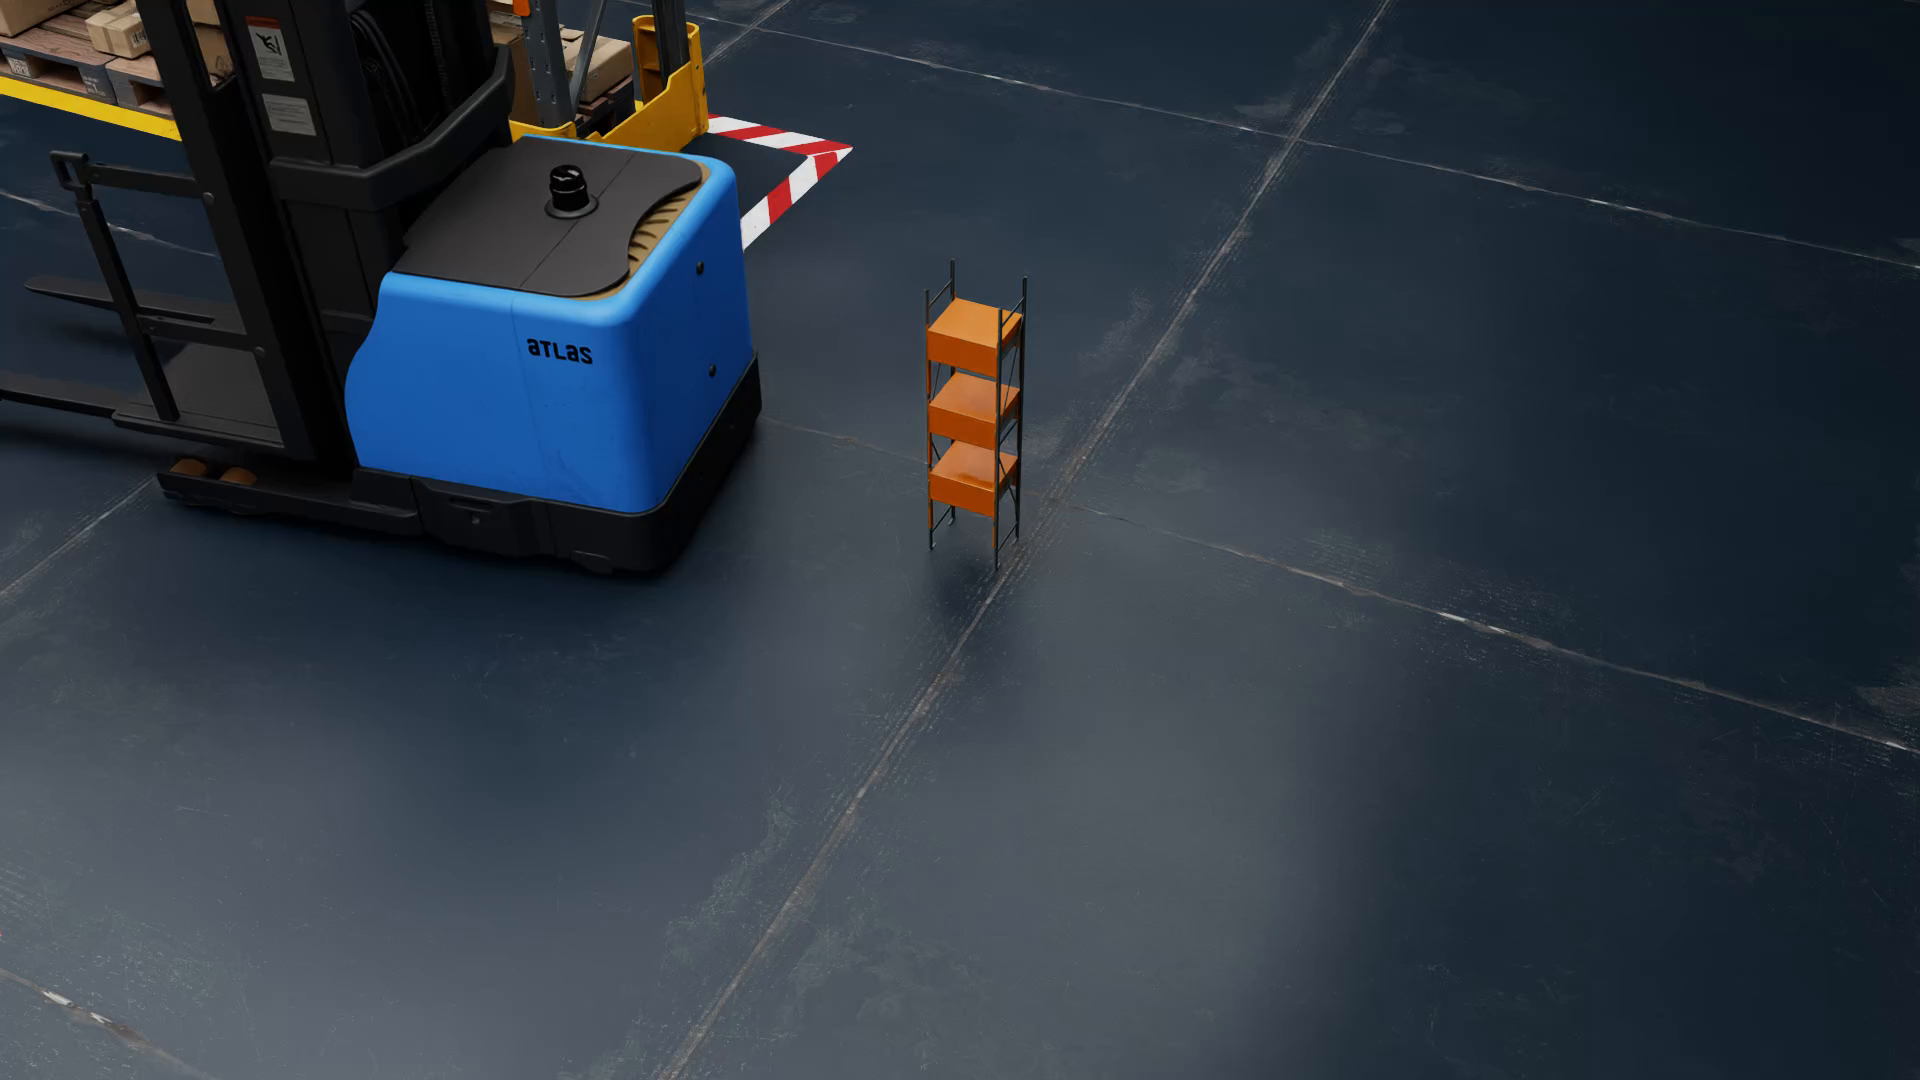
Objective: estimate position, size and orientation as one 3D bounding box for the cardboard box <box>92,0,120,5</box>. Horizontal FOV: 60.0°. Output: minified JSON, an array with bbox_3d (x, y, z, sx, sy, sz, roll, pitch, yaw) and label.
[{"bbox_3d":[-4.515,-3.171,8.691,0.500,0.500,0.500,17,44,19],"label":"cardboard box"}]

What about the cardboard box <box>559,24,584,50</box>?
[{"bbox_3d":[-1.987,-2.316,7.959,0.250,0.166,0.380,17,44,19],"label":"cardboard box"}]

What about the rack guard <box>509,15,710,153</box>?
[{"bbox_3d":[-1.595,-1.907,7.569,0.348,0.500,1.175,17,44,19],"label":"rack guard"}]

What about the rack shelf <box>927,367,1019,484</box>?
[{"bbox_3d":[0.048,-0.374,5.396,0.240,0.259,0.215,17,44,19],"label":"rack shelf"}]

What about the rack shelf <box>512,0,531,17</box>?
[{"bbox_3d":[-3.338,-3.113,7.600,4.000,0.370,1.077,17,44,19],"label":"rack shelf"}]

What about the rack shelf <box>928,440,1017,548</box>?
[{"bbox_3d":[0.048,-0.164,5.578,0.240,0.259,0.215,17,44,19],"label":"rack shelf"}]

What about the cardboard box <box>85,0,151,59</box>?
[{"bbox_3d":[-4.074,-2.556,8.236,0.250,0.166,0.380,17,44,19],"label":"cardboard box"}]

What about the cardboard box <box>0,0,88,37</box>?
[{"bbox_3d":[-4.862,-2.844,8.458,0.500,0.311,0.500,17,44,19],"label":"cardboard box"}]

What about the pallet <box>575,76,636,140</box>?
[{"bbox_3d":[-2.318,-2.018,7.918,1.213,0.211,1.003,17,44,19],"label":"pallet"}]

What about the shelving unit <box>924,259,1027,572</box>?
[{"bbox_3d":[0.048,-0.382,5.389,0.252,1.050,0.215,17,44,19],"label":"shelving unit"}]

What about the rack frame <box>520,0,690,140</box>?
[{"bbox_3d":[-1.526,-2.831,6.726,0.127,3.000,1.000,17,44,19],"label":"rack frame"}]

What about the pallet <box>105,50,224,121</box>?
[{"bbox_3d":[-3.419,-2.357,8.308,1.213,0.211,1.003,17,44,19],"label":"pallet"}]

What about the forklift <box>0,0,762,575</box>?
[{"bbox_3d":[-2.313,-1.519,5.265,3.031,2.935,1.130,10,42,11],"label":"forklift"}]

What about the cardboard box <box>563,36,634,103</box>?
[{"bbox_3d":[-1.760,-2.240,7.885,0.250,0.149,0.380,17,44,19],"label":"cardboard box"}]

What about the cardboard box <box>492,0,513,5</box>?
[{"bbox_3d":[-2.352,-2.415,8.010,0.500,0.250,0.500,17,44,19],"label":"cardboard box"}]

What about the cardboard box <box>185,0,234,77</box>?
[{"bbox_3d":[-3.446,-2.644,8.081,0.637,0.503,0.797,17,44,19],"label":"cardboard box"}]

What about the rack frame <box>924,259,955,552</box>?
[{"bbox_3d":[-0.062,-0.416,5.428,0.008,1.050,0.200,17,44,19],"label":"rack frame"}]

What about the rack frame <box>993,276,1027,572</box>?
[{"bbox_3d":[0.159,-0.348,5.350,0.008,1.050,0.200,17,44,19],"label":"rack frame"}]

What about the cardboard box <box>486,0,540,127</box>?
[{"bbox_3d":[-2.123,-2.057,7.405,0.500,0.500,0.500,17,44,19],"label":"cardboard box"}]

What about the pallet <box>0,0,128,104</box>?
[{"bbox_3d":[-4.529,-2.694,8.697,1.213,0.211,1.003,17,44,19],"label":"pallet"}]

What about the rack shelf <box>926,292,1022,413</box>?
[{"bbox_3d":[0.048,-0.588,5.210,0.240,0.259,0.215,17,44,19],"label":"rack shelf"}]
